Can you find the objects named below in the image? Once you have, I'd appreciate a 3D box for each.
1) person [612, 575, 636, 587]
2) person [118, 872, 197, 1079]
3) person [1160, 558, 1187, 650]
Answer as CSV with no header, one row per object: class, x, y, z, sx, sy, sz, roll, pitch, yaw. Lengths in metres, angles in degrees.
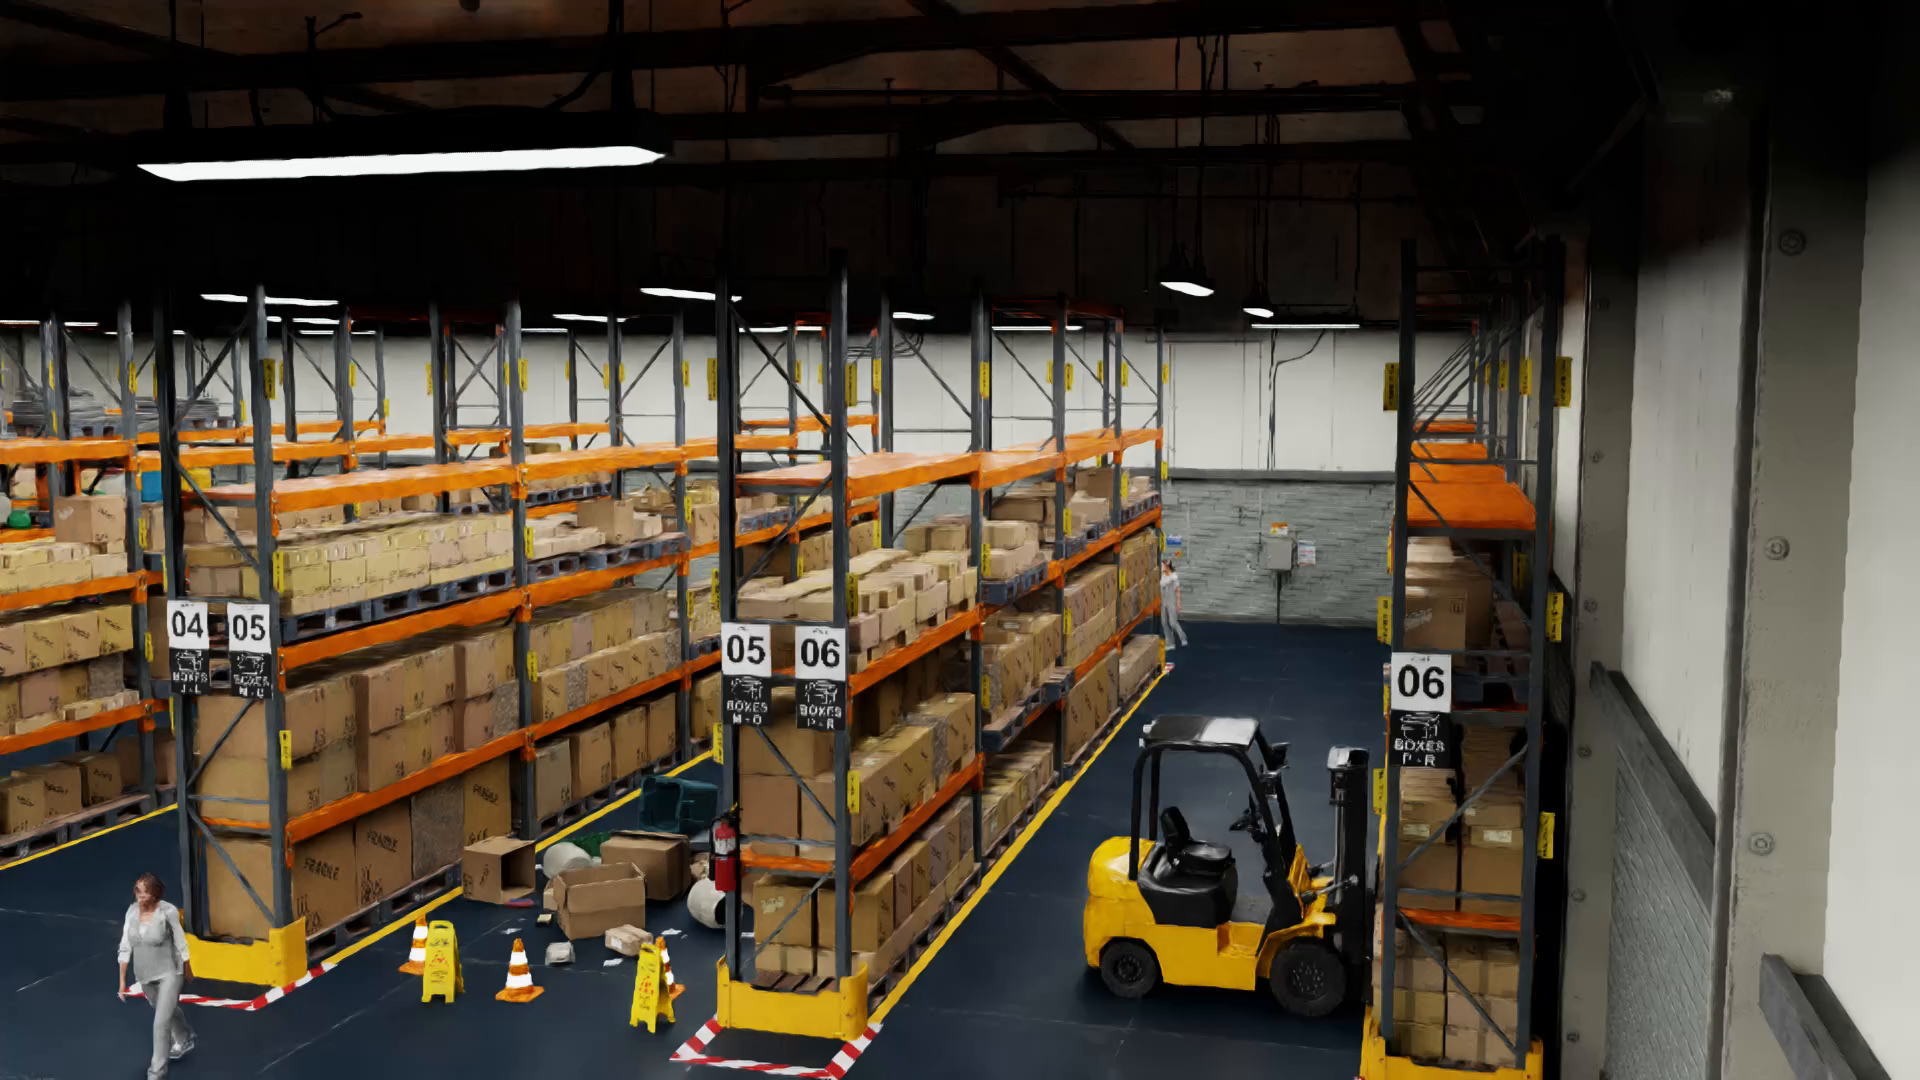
person,-6.700,0.814,33.087,0.634,1.722,1.045,4,7,35
person,-5.793,3.128,11.973,0.402,1.533,0.955,1,6,7
person,3.870,1.155,30.157,0.527,1.661,0.517,-5,8,-38
